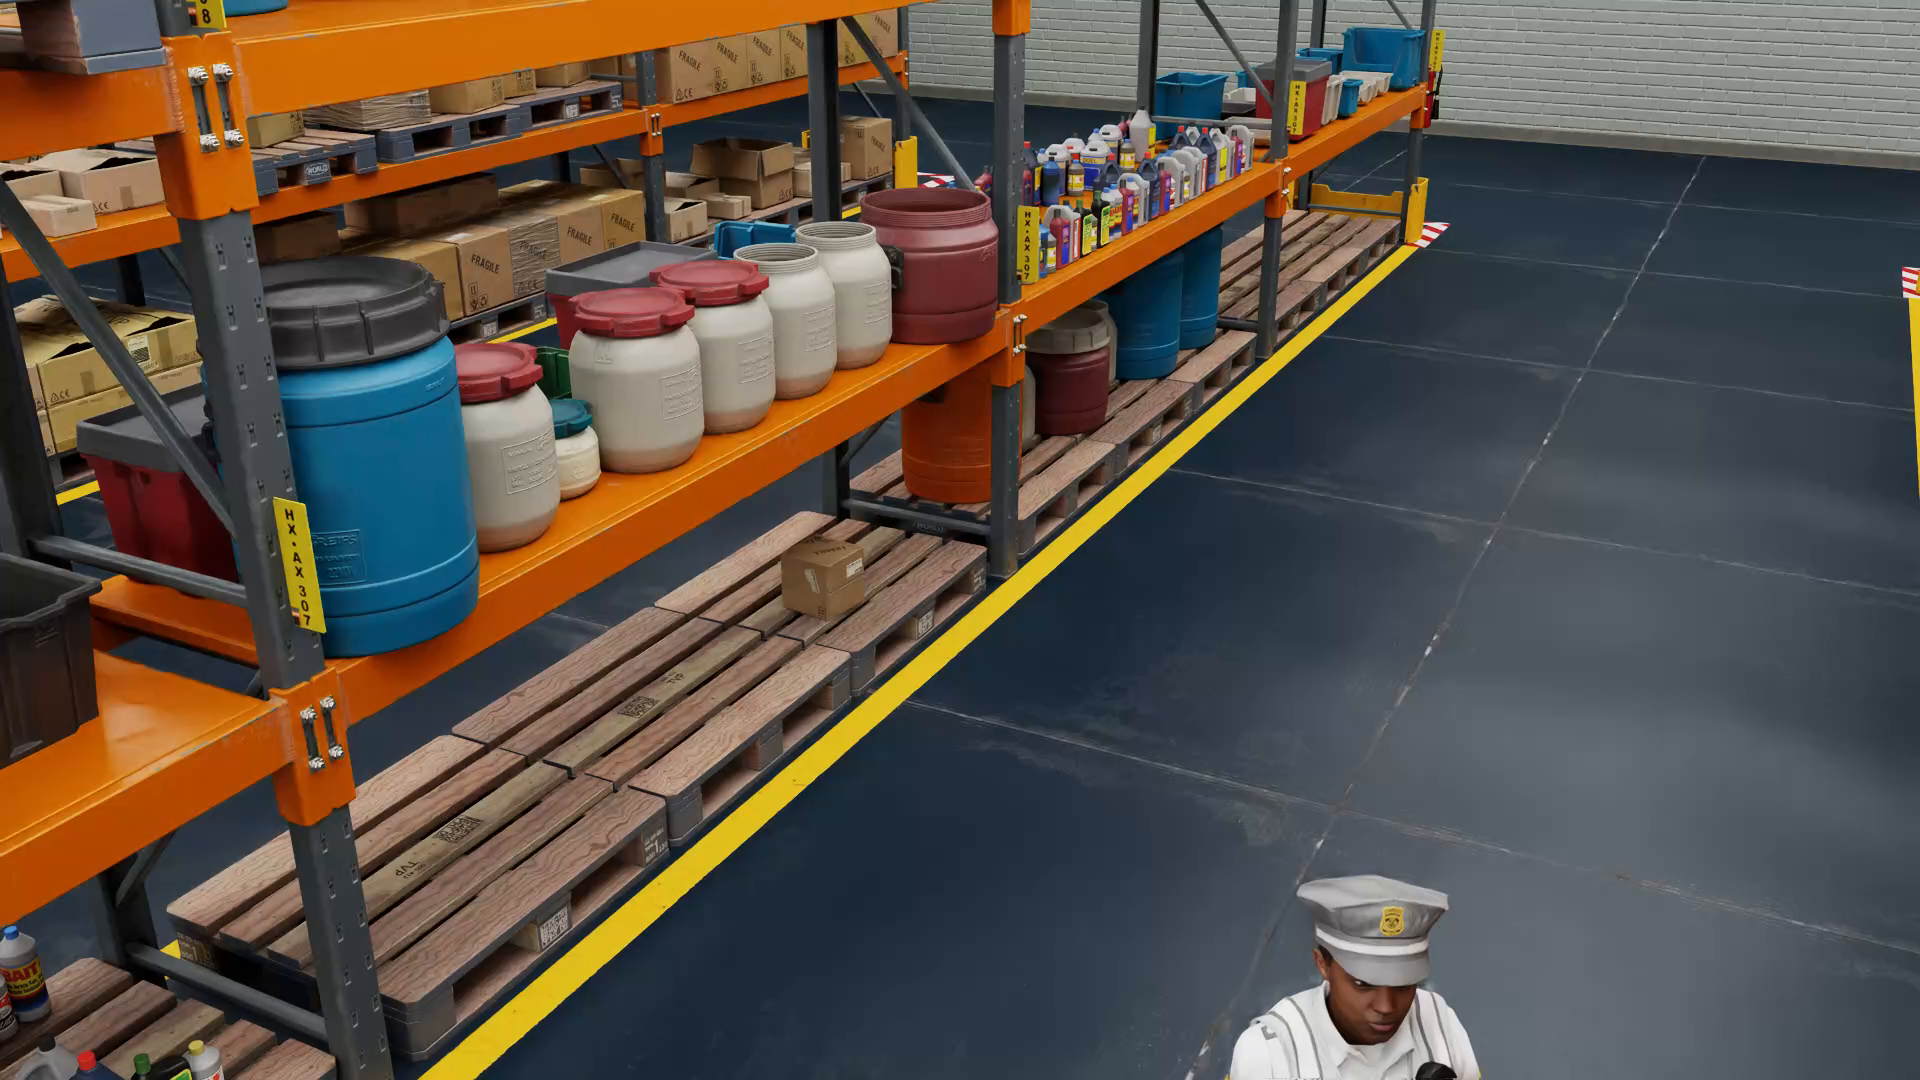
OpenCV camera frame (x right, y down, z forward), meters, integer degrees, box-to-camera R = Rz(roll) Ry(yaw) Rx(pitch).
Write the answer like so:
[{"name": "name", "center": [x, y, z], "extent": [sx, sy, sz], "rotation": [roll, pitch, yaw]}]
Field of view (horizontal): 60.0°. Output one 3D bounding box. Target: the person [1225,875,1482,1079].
[{"name": "person", "center": [0.706, 1.317, 2.930], "extent": [0.454, 1.636, 0.962], "rotation": [-6, 24, -13]}]
